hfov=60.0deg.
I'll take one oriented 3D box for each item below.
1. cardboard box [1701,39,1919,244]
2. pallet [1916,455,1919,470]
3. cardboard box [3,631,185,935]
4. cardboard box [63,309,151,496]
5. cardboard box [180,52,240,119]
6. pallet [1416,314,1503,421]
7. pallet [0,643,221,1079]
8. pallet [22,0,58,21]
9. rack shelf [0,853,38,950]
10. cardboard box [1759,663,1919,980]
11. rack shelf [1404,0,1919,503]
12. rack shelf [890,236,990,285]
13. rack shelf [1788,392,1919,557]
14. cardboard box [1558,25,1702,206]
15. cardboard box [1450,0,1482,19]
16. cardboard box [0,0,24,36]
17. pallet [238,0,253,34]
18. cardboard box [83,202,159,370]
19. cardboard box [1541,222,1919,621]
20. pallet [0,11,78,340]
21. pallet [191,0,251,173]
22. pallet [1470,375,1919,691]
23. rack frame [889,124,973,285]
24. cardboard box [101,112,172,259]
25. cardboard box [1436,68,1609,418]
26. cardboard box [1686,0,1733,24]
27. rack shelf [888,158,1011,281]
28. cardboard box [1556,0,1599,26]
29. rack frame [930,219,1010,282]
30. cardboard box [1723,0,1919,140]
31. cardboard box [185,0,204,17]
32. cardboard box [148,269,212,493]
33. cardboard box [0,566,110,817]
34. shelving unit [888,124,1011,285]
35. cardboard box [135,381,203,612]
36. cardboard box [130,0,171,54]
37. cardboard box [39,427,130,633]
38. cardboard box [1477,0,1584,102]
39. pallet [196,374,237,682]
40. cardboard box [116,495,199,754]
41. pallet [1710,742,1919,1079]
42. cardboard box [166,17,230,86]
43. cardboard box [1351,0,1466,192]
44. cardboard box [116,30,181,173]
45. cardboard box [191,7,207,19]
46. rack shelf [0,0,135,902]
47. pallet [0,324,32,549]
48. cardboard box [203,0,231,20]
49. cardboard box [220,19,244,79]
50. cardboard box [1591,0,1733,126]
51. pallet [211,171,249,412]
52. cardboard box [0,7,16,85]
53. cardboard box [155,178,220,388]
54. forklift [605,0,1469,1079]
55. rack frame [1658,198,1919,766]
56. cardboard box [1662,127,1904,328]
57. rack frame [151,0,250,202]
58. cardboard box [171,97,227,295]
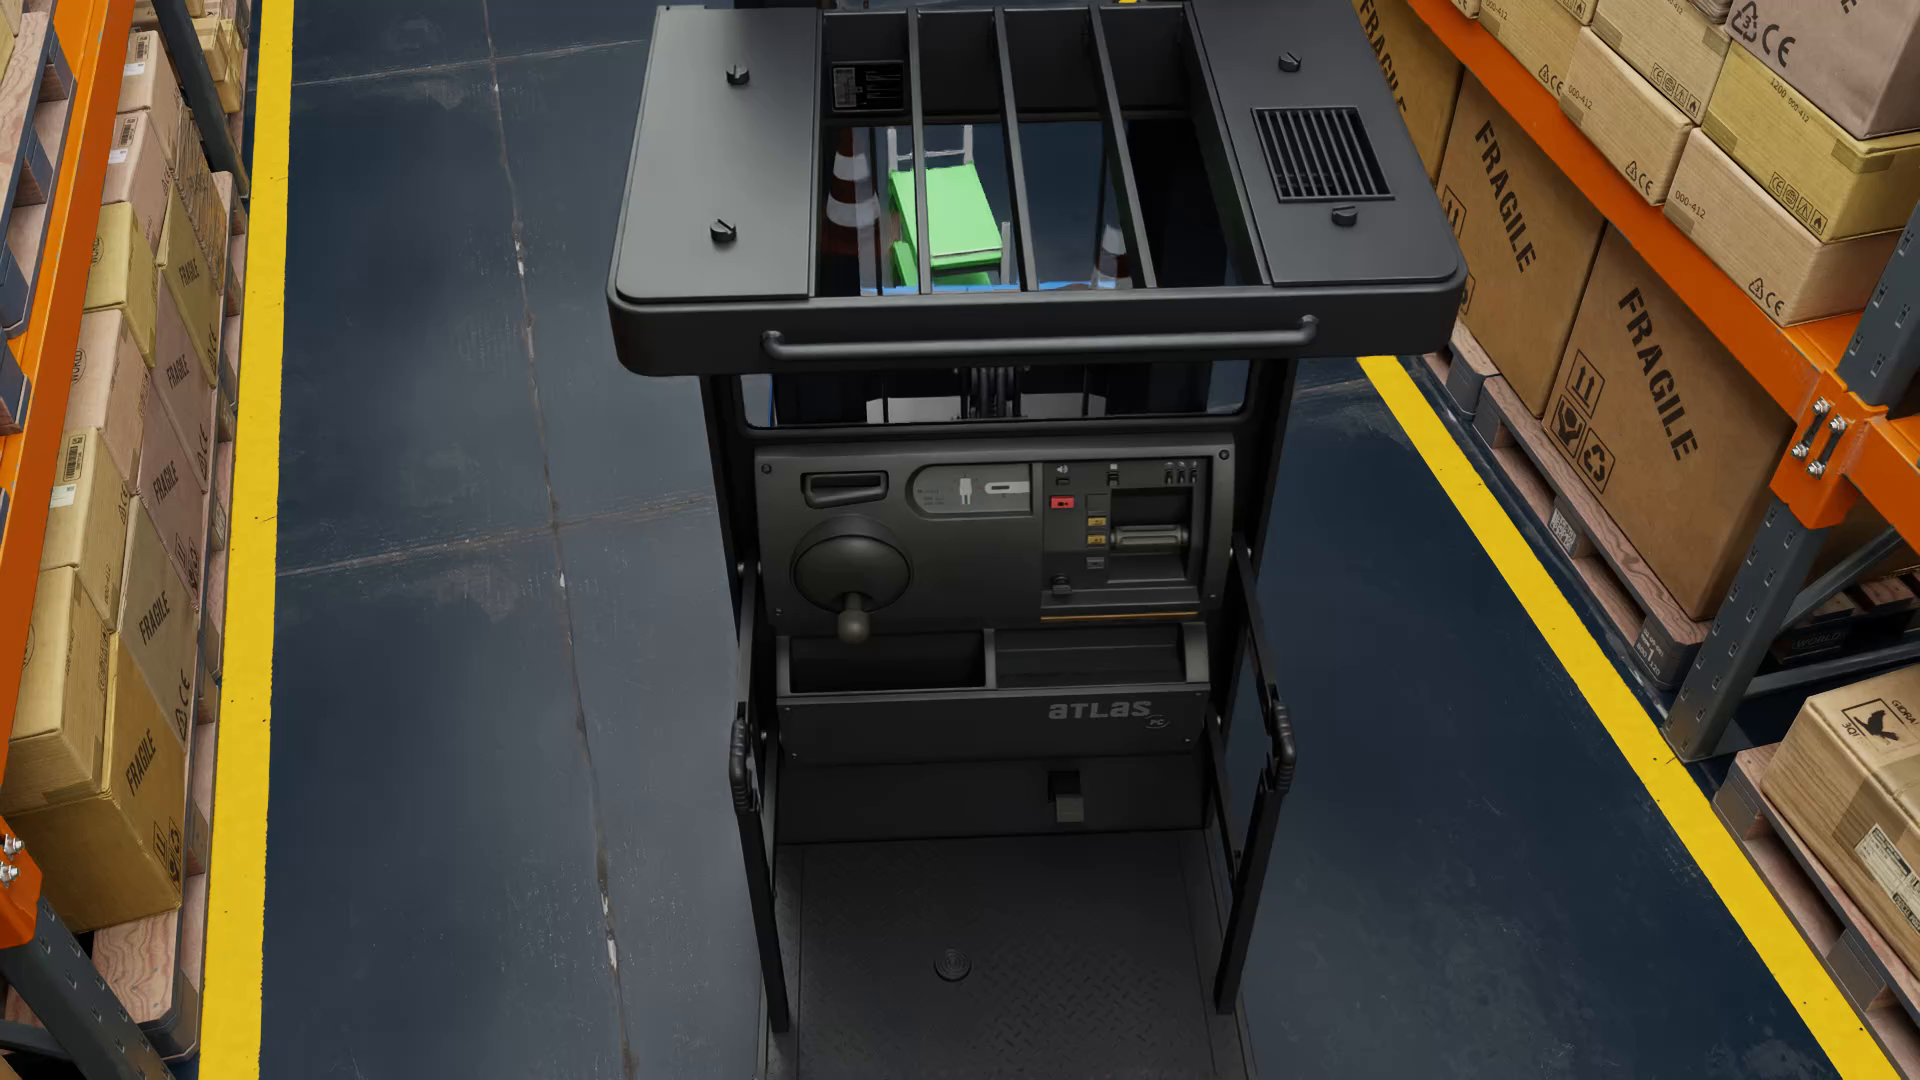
[{"bbox_3d":[2.110,-0.965,3.850,0.500,0.250,0.500,-11,47,-10],"label":"cardboard box"},{"bbox_3d":[2.765,-0.015,3.299,1.213,0.211,1.003,-11,47,-10],"label":"pallet"},{"bbox_3d":[-2.214,0.613,4.005,0.500,0.500,0.500,-13,47,-12],"label":"cardboard box"},{"bbox_3d":[-2.467,-0.329,4.403,0.500,0.250,0.500,-10,46,-10],"label":"cardboard box"},{"bbox_3d":[-3.087,-1.801,6.616,0.380,0.149,0.250,-13,47,-12],"label":"cardboard box"},{"bbox_3d":[2.042,-0.977,6.060,1.003,0.211,1.213,-11,47,-10],"label":"pallet"},{"bbox_3d":[-2.479,0.857,4.263,1.003,0.211,1.213,-11,47,-10],"label":"pallet"},{"bbox_3d":[-3.249,-1.720,4.970,1.003,0.211,1.213,-11,47,-10],"label":"pallet"},{"bbox_3d":[-1.768,2.053,1.642,1.077,0.370,4.000,-11,47,-10],"label":"rack shelf"},{"bbox_3d":[2.614,0.610,4.098,0.950,0.372,0.625,-14,47,-13],"label":"cardboard box"},{"bbox_3d":[1.967,-1.684,5.303,1.077,0.370,4.000,-11,47,-10],"label":"rack shelf"},{"bbox_3d":[-0.035,-0.701,4.850,0.258,0.148,0.480,-8,46,-8],"label":"rack shelf"},{"bbox_3d":[2.991,1.078,2.597,1.077,0.370,4.000,-11,47,-10],"label":"rack shelf"},{"bbox_3d":[1.953,-1.154,4.385,0.500,0.250,0.500,-10,46,-10],"label":"cardboard box"},{"bbox_3d":[1.682,-1.851,5.069,0.500,0.250,0.500,-11,47,-11],"label":"cardboard box"},{"bbox_3d":[-2.741,-1.447,4.449,0.380,0.149,0.250,-13,47,-12],"label":"cardboard box"},{"bbox_3d":[-3.826,-2.666,7.715,1.003,0.211,1.213,-11,47,-10],"label":"pallet"},{"bbox_3d":[-2.601,-0.688,4.755,0.500,0.250,0.500,-13,47,-12],"label":"cardboard box"},{"bbox_3d":[2.383,-0.450,4.784,0.875,0.875,0.875,-11,47,-11],"label":"cardboard box"},{"bbox_3d":[-2.826,-0.872,4.138,1.003,0.211,1.213,-11,47,-10],"label":"pallet"},{"bbox_3d":[-3.510,-1.823,6.888,1.003,0.211,1.213,-11,47,-10],"label":"pallet"},{"bbox_3d":[2.350,-0.137,5.236,1.003,0.211,1.213,-11,47,-10],"label":"pallet"},{"bbox_3d":[-0.083,-0.749,5.144,0.240,1.200,0.015,-8,46,-8],"label":"rack frame"},{"bbox_3d":[-2.750,-1.051,5.110,0.500,0.250,0.500,-9,46,-8],"label":"cardboard box"},{"bbox_3d":[2.159,-1.066,5.389,0.875,0.875,0.875,-10,46,-10],"label":"cardboard box"},{"bbox_3d":[1.955,-1.601,3.949,0.500,0.500,0.500,-10,46,-10],"label":"cardboard box"},{"bbox_3d":[-0.035,-0.869,4.679,0.258,0.148,0.480,-8,46,-8],"label":"rack shelf"},{"bbox_3d":[1.824,-1.668,4.539,0.500,0.250,0.500,-12,47,-11],"label":"cardboard box"},{"bbox_3d":[0.014,-0.407,4.809,0.240,1.200,0.015,-8,46,-8],"label":"rack frame"},{"bbox_3d":[2.094,-1.249,3.603,0.500,0.500,0.500,-12,47,-11],"label":"cardboard box"},{"bbox_3d":[-3.205,-2.175,6.567,0.380,0.149,0.250,-9,46,-8],"label":"cardboard box"},{"bbox_3d":[-2.613,-0.439,5.036,0.500,0.500,0.500,-12,47,-11],"label":"cardboard box"},{"bbox_3d":[-2.222,0.365,3.723,0.500,0.250,0.500,-13,47,-12],"label":"cardboard box"},{"bbox_3d":[-0.035,-0.578,4.976,0.258,1.200,0.503,-8,46,-8],"label":"shelving unit"},{"bbox_3d":[-2.482,-0.087,4.691,0.500,0.500,0.500,-12,47,-11],"label":"cardboard box"},{"bbox_3d":[-3.192,-1.974,6.370,0.380,0.149,0.250,-9,46,-9],"label":"cardboard box"},{"bbox_3d":[-2.352,0.015,4.066,0.500,0.250,0.500,-11,47,-11],"label":"cardboard box"},{"bbox_3d":[1.840,-1.504,4.729,0.500,0.250,0.500,-11,47,-11],"label":"cardboard box"},{"bbox_3d":[-2.787,0.016,5.087,1.003,0.211,1.213,-11,47,-10],"label":"pallet"},{"bbox_3d":[-2.346,0.267,4.345,0.500,0.500,0.500,-10,46,-10],"label":"cardboard box"},{"bbox_3d":[2.678,0.961,4.160,1.003,0.211,1.213,-11,47,-10],"label":"pallet"},{"bbox_3d":[-3.087,-1.903,6.509,0.380,0.149,0.250,-9,46,-8],"label":"cardboard box"},{"bbox_3d":[1.930,-1.684,5.994,0.875,0.875,0.875,-9,46,-9],"label":"cardboard box"},{"bbox_3d":[-2.869,-1.408,5.461,0.500,0.250,0.500,-12,47,-11],"label":"cardboard box"},{"bbox_3d":[-3.239,-2.062,6.664,0.380,0.149,0.250,-10,46,-10],"label":"cardboard box"},{"bbox_3d":[-2.792,-0.709,4.348,1.077,0.370,4.000,-11,47,-10],"label":"rack shelf"},{"bbox_3d":[-2.565,0.015,3.269,1.213,0.211,1.003,-11,47,-10],"label":"pallet"},{"bbox_3d":[-3.269,-2.146,6.955,0.380,0.149,0.250,-11,47,-11],"label":"cardboard box"},{"bbox_3d":[-3.155,-1.984,6.796,0.380,0.149,0.250,-9,46,-9],"label":"cardboard box"},{"bbox_3d":[1.975,-1.318,4.197,0.500,0.250,0.500,-12,47,-11],"label":"cardboard box"},{"bbox_3d":[-3.103,-0.828,5.914,1.003,0.211,1.213,-11,47,-10],"label":"pallet"},{"bbox_3d":[-2.674,-1.264,4.270,0.380,0.149,0.250,-9,46,-9],"label":"cardboard box"},{"bbox_3d":[-2.740,-0.794,5.384,0.500,0.500,0.500,-12,47,-11],"label":"cardboard box"},{"bbox_3d":[0.083,0.092,3.108,1.130,2.935,3.031,-2,46,-2],"label":"forklift"},{"bbox_3d":[2.479,-0.555,3.693,1.000,3.000,0.127,-11,47,-10],"label":"rack frame"},{"bbox_3d":[2.099,-0.804,4.042,0.500,0.250,0.500,-12,47,-12],"label":"cardboard box"},{"bbox_3d":[-3.304,-2.341,5.444,1.000,3.000,0.127,-11,47,-10],"label":"rack frame"},{"bbox_3d":[-2.871,-1.148,5.731,0.500,0.500,0.500,-12,47,-11],"label":"cardboard box"}]
